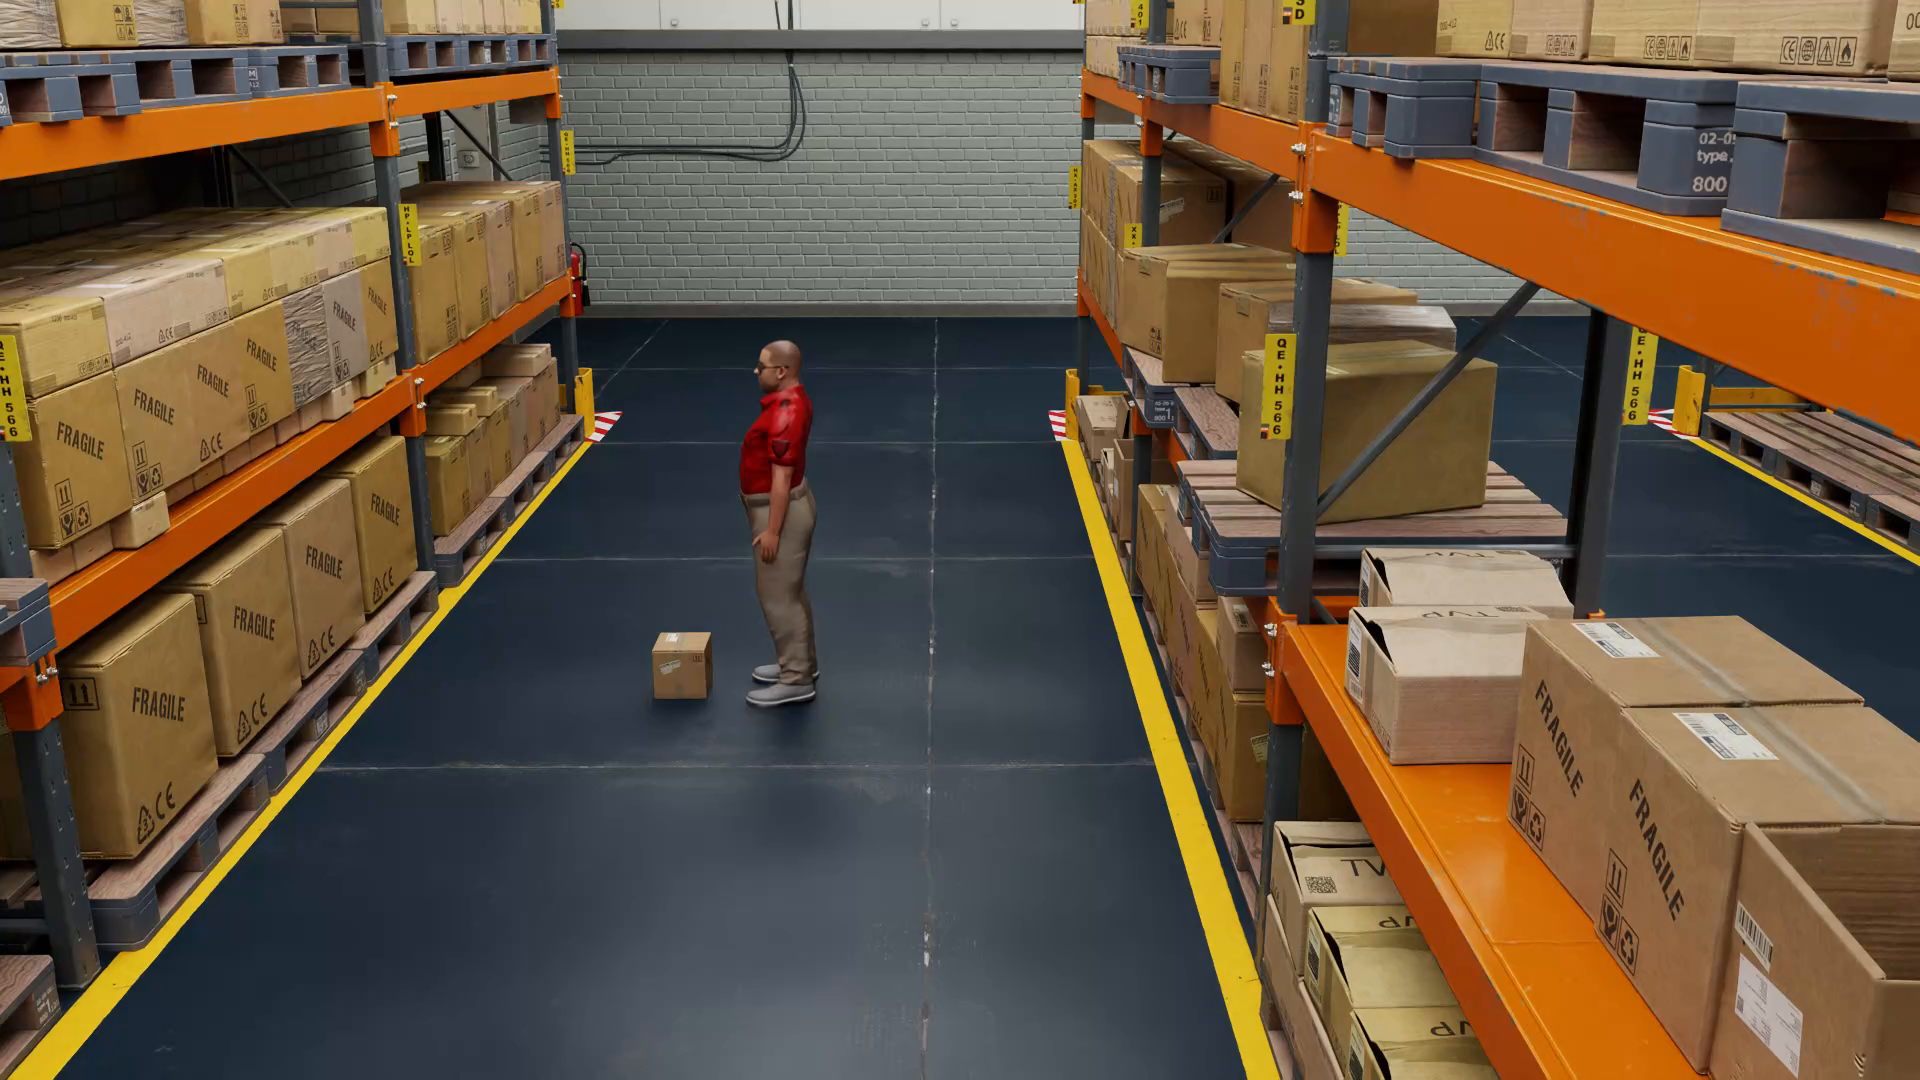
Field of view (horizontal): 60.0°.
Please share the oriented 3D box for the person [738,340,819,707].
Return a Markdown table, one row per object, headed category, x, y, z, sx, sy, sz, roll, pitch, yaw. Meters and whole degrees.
| category | x | y | z | sx | sy | sz | roll | pitch | yaw |
| --- | --- | --- | --- | --- | --- | --- | --- | --- | --- |
| person | -0.865 | -0.088 | 7.875 | 0.361 | 1.730 | 0.528 | 0 | 17 | 0 |
